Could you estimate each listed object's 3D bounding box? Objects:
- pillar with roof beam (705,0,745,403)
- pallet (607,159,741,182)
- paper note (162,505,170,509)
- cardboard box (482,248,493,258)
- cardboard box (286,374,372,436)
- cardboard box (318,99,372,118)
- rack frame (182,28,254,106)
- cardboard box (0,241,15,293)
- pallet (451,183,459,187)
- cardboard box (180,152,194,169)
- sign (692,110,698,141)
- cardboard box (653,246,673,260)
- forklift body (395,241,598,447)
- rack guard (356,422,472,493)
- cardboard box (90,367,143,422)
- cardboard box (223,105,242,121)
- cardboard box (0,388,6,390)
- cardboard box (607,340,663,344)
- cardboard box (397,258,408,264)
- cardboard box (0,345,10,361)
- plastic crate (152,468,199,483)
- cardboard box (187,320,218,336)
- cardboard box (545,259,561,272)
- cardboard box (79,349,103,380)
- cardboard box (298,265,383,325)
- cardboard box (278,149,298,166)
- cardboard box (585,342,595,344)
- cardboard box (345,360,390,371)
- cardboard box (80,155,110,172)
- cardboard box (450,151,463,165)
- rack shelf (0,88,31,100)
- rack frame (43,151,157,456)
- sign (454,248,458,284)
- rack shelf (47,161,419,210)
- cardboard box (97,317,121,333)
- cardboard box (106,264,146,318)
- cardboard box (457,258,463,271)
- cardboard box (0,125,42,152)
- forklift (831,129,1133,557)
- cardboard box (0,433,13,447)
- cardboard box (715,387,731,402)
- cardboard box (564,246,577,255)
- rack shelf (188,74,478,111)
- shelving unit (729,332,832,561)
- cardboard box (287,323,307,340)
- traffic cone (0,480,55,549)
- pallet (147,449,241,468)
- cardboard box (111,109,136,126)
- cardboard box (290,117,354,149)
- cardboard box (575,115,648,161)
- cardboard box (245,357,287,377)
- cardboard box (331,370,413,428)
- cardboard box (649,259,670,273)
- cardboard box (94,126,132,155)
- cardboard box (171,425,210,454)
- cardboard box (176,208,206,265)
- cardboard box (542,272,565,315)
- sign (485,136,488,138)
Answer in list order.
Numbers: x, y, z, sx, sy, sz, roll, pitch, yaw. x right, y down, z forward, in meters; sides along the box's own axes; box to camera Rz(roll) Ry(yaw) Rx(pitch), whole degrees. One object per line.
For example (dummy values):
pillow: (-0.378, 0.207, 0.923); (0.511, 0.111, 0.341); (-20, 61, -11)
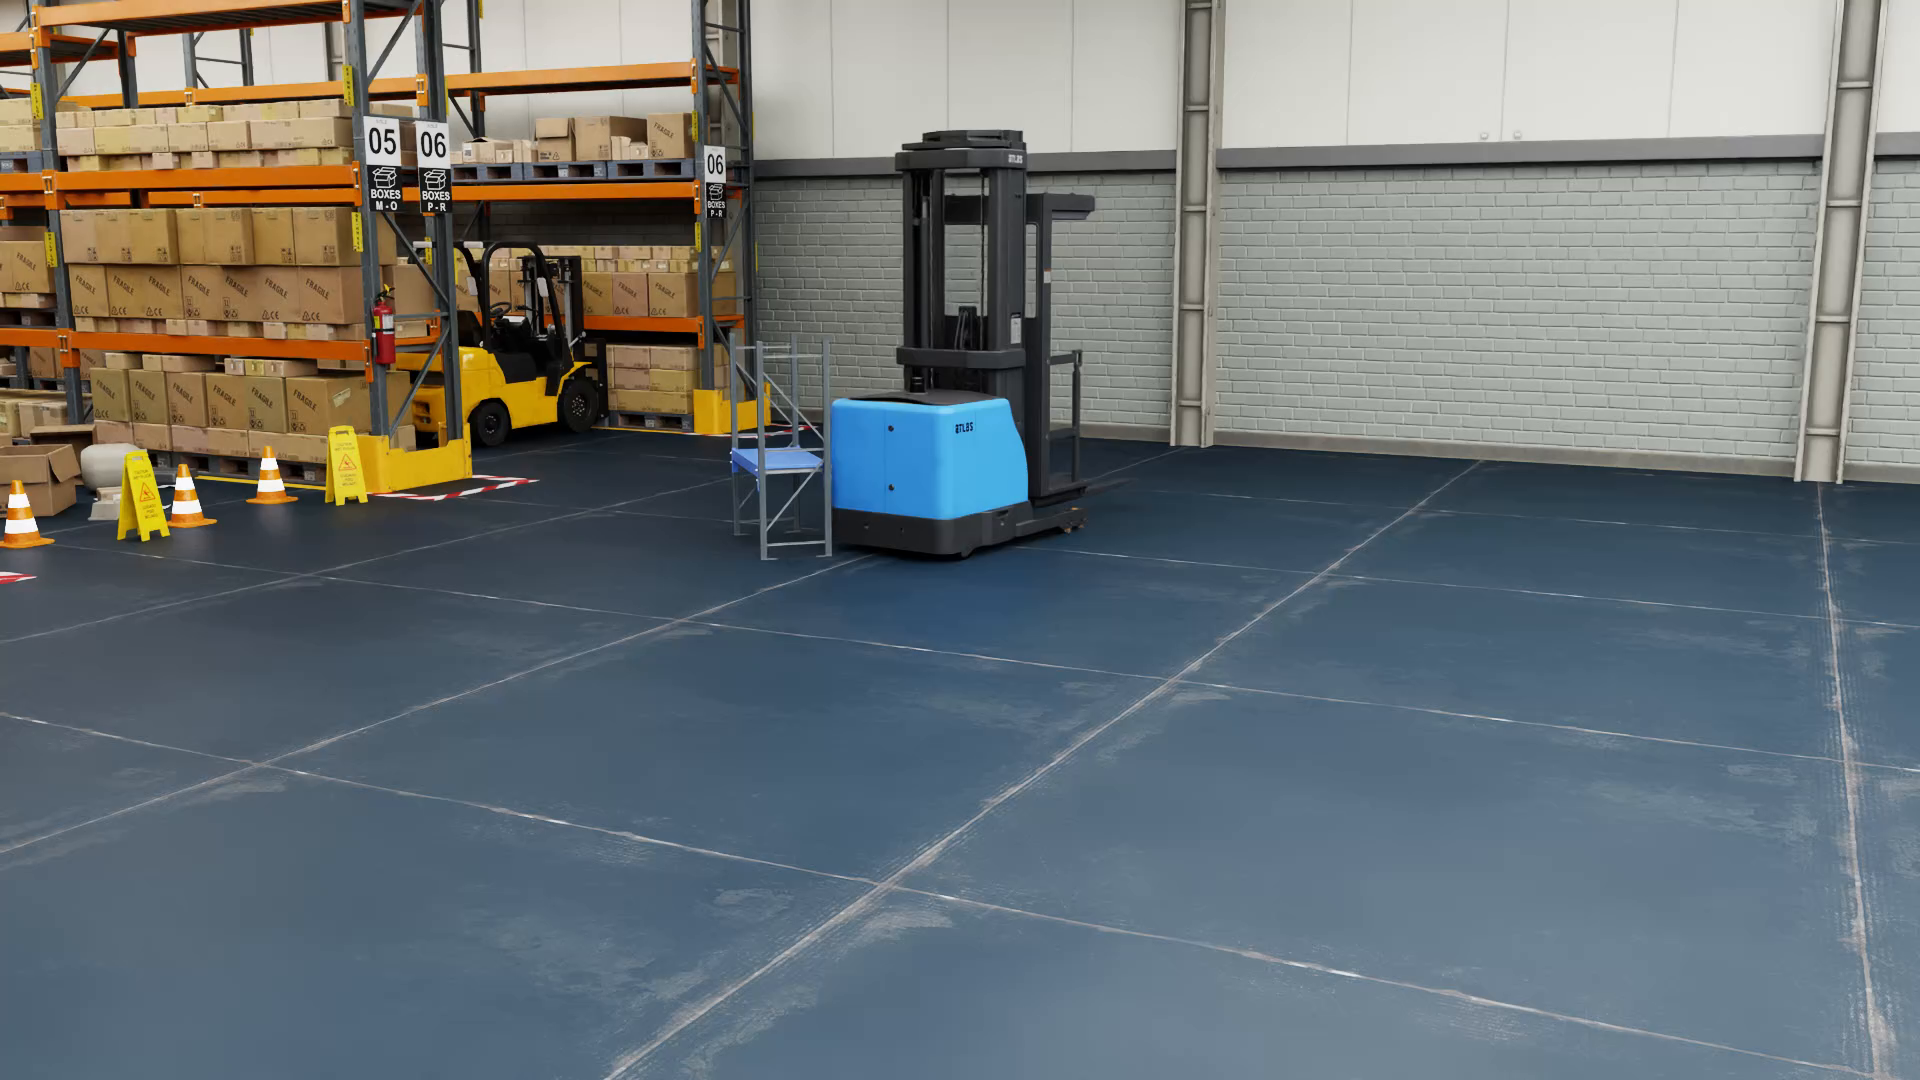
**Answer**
pillar with roof beam: (-4.793, -5.235, 15.886); (0.400, 9.000, 9.100); (5, 11, 26)
pallet: (-3.285, -4.264, 19.192); (1.213, 0.211, 1.003); (5, 11, 26)
paper note: (-6.584, -0.274, 13.659); (0.142, 0.019, 0.148); (1, 10, 6)
cardboard box: (-5.588, -3.504, 20.232); (0.250, 0.149, 0.380); (5, 11, 25)
cardboard box: (-5.689, -1.223, 14.999); (0.500, 0.500, 0.500); (5, 11, 26)
cardboard box: (-5.290, -3.703, 14.310); (0.250, 0.149, 0.380); (5, 11, 26)
rack frame: (-9.837, -6.354, 22.070); (0.127, 3.000, 1.000); (5, 11, 26)
cardboard box: (-9.404, -2.734, 16.621); (0.500, 0.500, 0.500); (5, 11, 26)
pallet: (-7.046, -4.536, 20.985); (1.217, 0.209, 0.805); (5, 11, 24)
cardboard box: (-6.887, -3.460, 15.210); (0.250, 0.149, 0.380); (5, 11, 26)
sign: (-2.915, -4.559, 18.309); (0.005, 0.325, 0.100); (5, 11, 26)
cardboard box: (-3.312, -3.295, 19.078); (0.250, 0.149, 0.380); (5, 11, 26)
forklift body: (-5.170, -2.212, 18.412); (1.214, 2.155, 2.313); (5, 11, 26)
rack guard: (-4.924, -0.754, 14.995); (0.348, 0.500, 1.175); (5, 11, 26)
cardboard box: (-8.033, -1.427, 16.126); (0.500, 0.500, 0.500); (6, 12, 29)
cardboard box: (-6.385, -3.820, 14.957); (0.250, 0.149, 0.380); (5, 11, 24)
cardboard box: (-10.862, -1.419, 17.850); (0.625, 0.372, 0.950); (5, 11, 25)
cardboard box: (-3.903, -2.265, 20.057); (0.500, 0.250, 0.500); (5, 11, 25)
cardboard box: (-6.894, -3.464, 20.845); (0.250, 0.149, 0.380); (5, 11, 25)
cardboard box: (-14.824, -2.790, 25.064); (0.500, 0.500, 0.700); (5, 11, 24)
plastic crate: (-7.398, -0.602, 15.334); (0.583, 0.080, 0.402); (1, 10, 6)
cardboard box: (-6.921, -1.976, 15.433); (0.250, 0.149, 0.380); (5, 11, 26)
cardboard box: (-4.702, -3.263, 19.734); (0.250, 0.149, 0.380); (5, 11, 25)
cardboard box: (-12.162, -2.539, 23.677); (0.500, 0.500, 0.500); (5, 11, 24)
cardboard box: (-5.464, -2.173, 14.697); (0.500, 0.500, 0.500); (5, 11, 25)
cardboard box: (-5.760, -3.355, 14.628); (0.250, 0.149, 0.380); (5, 12, 28)
cardboard box: (-4.582, -2.222, 19.820); (0.500, 0.250, 0.500); (5, 11, 25)
cardboard box: (-7.415, -2.227, 21.599); (0.625, 0.625, 0.875); (5, 11, 25)
cardboard box: (-8.063, -3.552, 15.718); (0.250, 0.149, 0.380); (5, 11, 26)
cardboard box: (-5.982, -4.611, 20.108); (0.250, 0.149, 0.380); (5, 12, 27)
rack shelf: (-15.218, -6.471, 24.747); (4.000, 0.370, 1.077); (5, 11, 26)
rack frame: (-8.443, -2.294, 16.481); (0.127, 3.000, 1.000); (5, 11, 26)
sign: (-4.616, -2.491, 15.141); (0.005, 0.325, 0.100); (5, 11, 26)
rack shelf: (-6.649, -3.258, 15.407); (4.000, 0.370, 1.077); (5, 11, 26)
cardboard box: (-8.053, -2.082, 16.019); (0.250, 0.149, 0.380); (5, 12, 27)
cardboard box: (-7.711, -2.374, 15.810); (0.500, 0.500, 0.500); (5, 11, 26)
cardboard box: (-6.080, -3.388, 20.425); (0.250, 0.149, 0.380); (5, 11, 25)
cardboard box: (-9.031, -3.925, 16.316); (0.500, 0.250, 0.500); (5, 11, 25)
forklift: (0.320, -1.541, 12.512); (1.130, 2.935, 3.031); (7, 12, 33)
cardboard box: (-8.393, -0.623, 13.880); (0.503, 0.637, 0.797); (5, 11, 26)
cardboard box: (-3.017, -1.695, 19.715); (0.500, 0.250, 0.500); (5, 11, 26)
cardboard box: (-4.455, -3.401, 19.660); (0.250, 0.149, 0.380); (5, 11, 27)
rack shelf: (-8.043, -5.646, 21.299); (4.000, 0.370, 1.077); (5, 11, 26)
shelving unit: (-1.292, -0.698, 11.877); (0.538, 1.500, 1.048); (-3, 11, -18)
cardboard box: (-5.782, -1.876, 14.879); (0.250, 0.149, 0.380); (5, 11, 25)
traffic cone: (-6.803, -0.200, 12.037); (0.334, 0.463, 0.336); (5, 11, 26)
pallet: (-7.825, -0.874, 16.468); (1.213, 0.211, 1.003); (5, 11, 26)
cardboard box: (-7.602, -3.898, 15.391); (0.250, 0.149, 0.380); (5, 11, 25)
cardboard box: (-5.434, -3.524, 14.444); (0.500, 0.250, 0.500); (5, 11, 25)
cardboard box: (-4.042, -4.645, 19.310); (0.500, 0.500, 0.700); (5, 11, 26)
cardboard box: (-6.272, -1.580, 15.154); (0.250, 0.149, 0.380); (5, 12, 27)
cardboard box: (-5.478, -1.311, 15.485); (0.500, 0.500, 0.500); (5, 11, 24)
cardboard box: (-3.340, -3.138, 19.043); (0.250, 0.149, 0.380); (5, 12, 27)
cardboard box: (-7.703, -3.725, 15.551); (0.500, 0.250, 0.500); (5, 11, 25)
cardboard box: (-7.072, -0.976, 15.742); (0.500, 0.250, 0.500); (5, 11, 25)
cardboard box: (-6.750, -2.798, 15.342); (0.500, 0.500, 0.700); (5, 11, 25)
cardboard box: (-4.597, -2.938, 19.761); (0.500, 0.500, 0.500); (5, 11, 26)
sign: (-6.006, -4.945, 21.033); (0.005, 0.325, 0.100); (5, 11, 26)
